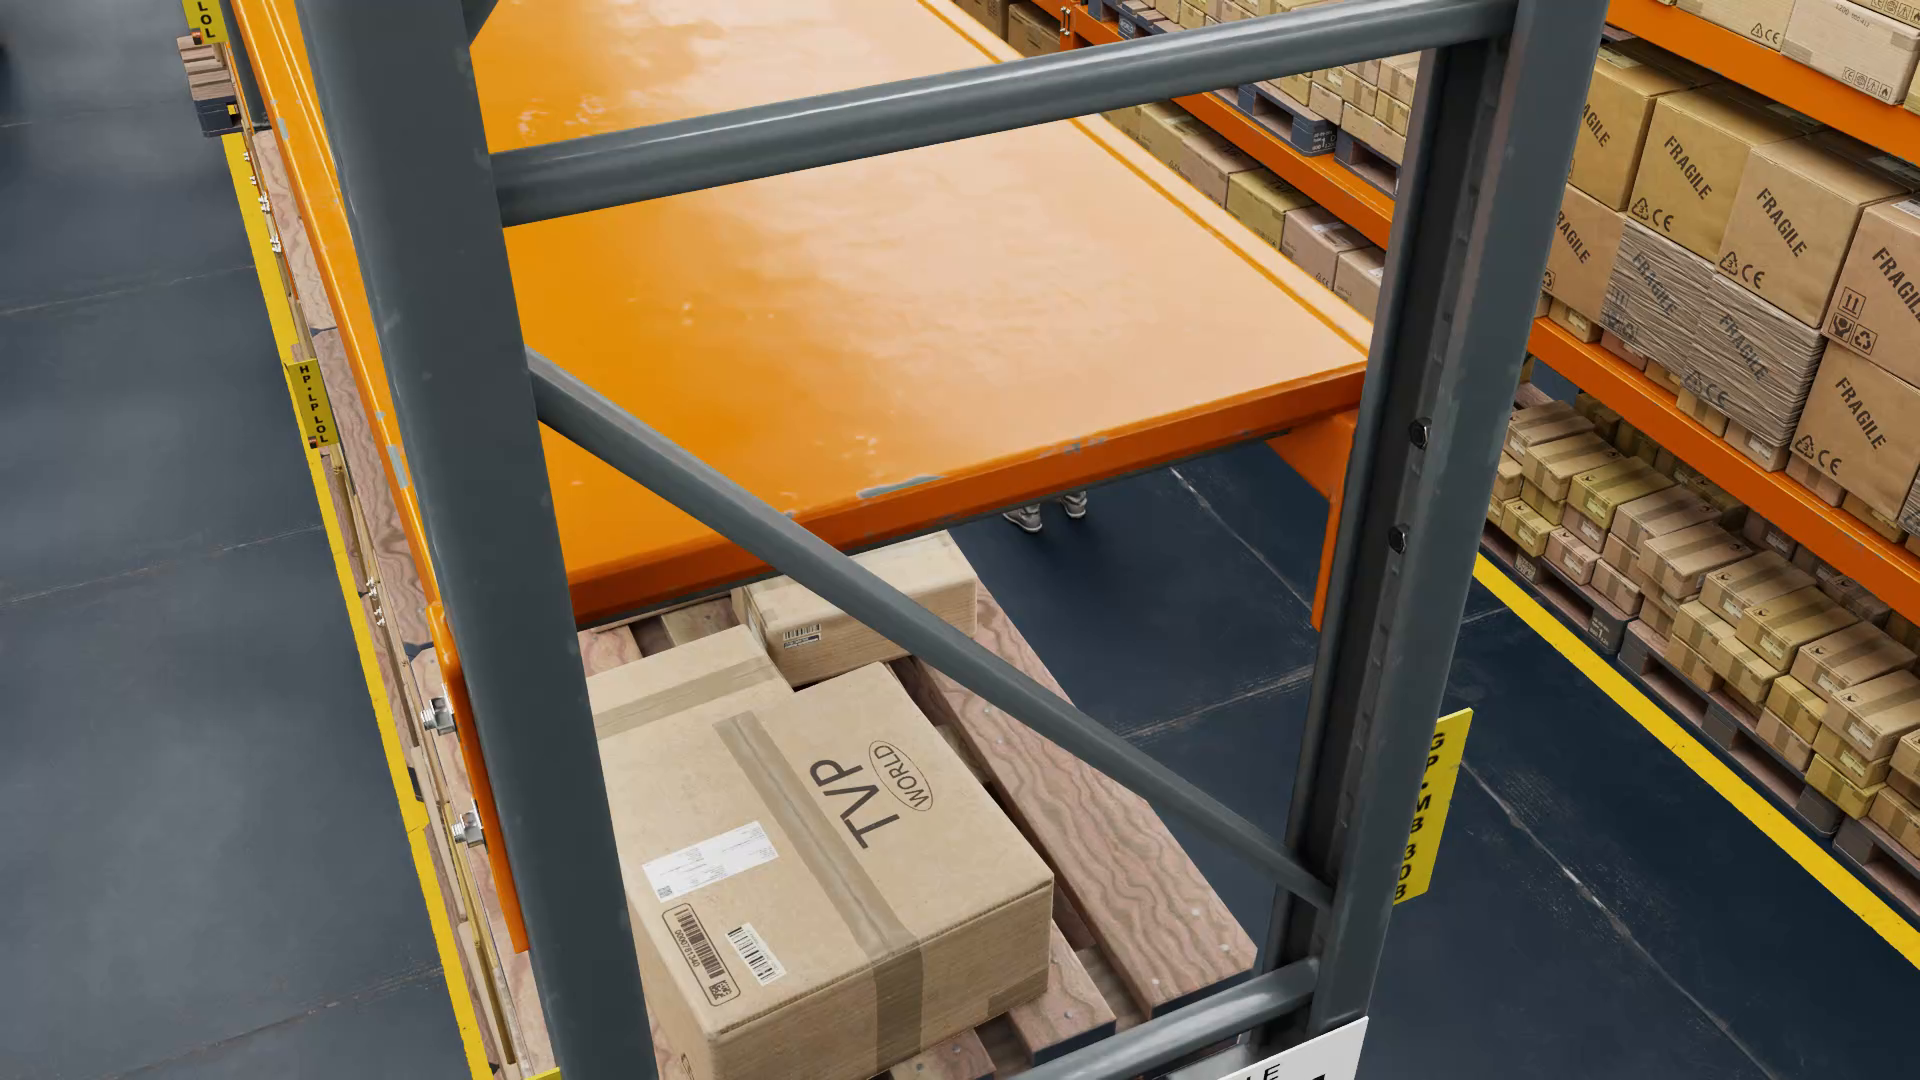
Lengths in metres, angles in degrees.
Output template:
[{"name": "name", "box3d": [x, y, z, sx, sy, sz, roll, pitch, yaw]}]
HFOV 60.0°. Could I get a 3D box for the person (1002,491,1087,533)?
[{"name": "person", "box3d": [0.413, -0.775, 7.863, 0.528, 1.662, 0.375, -18, 41, -22]}]
